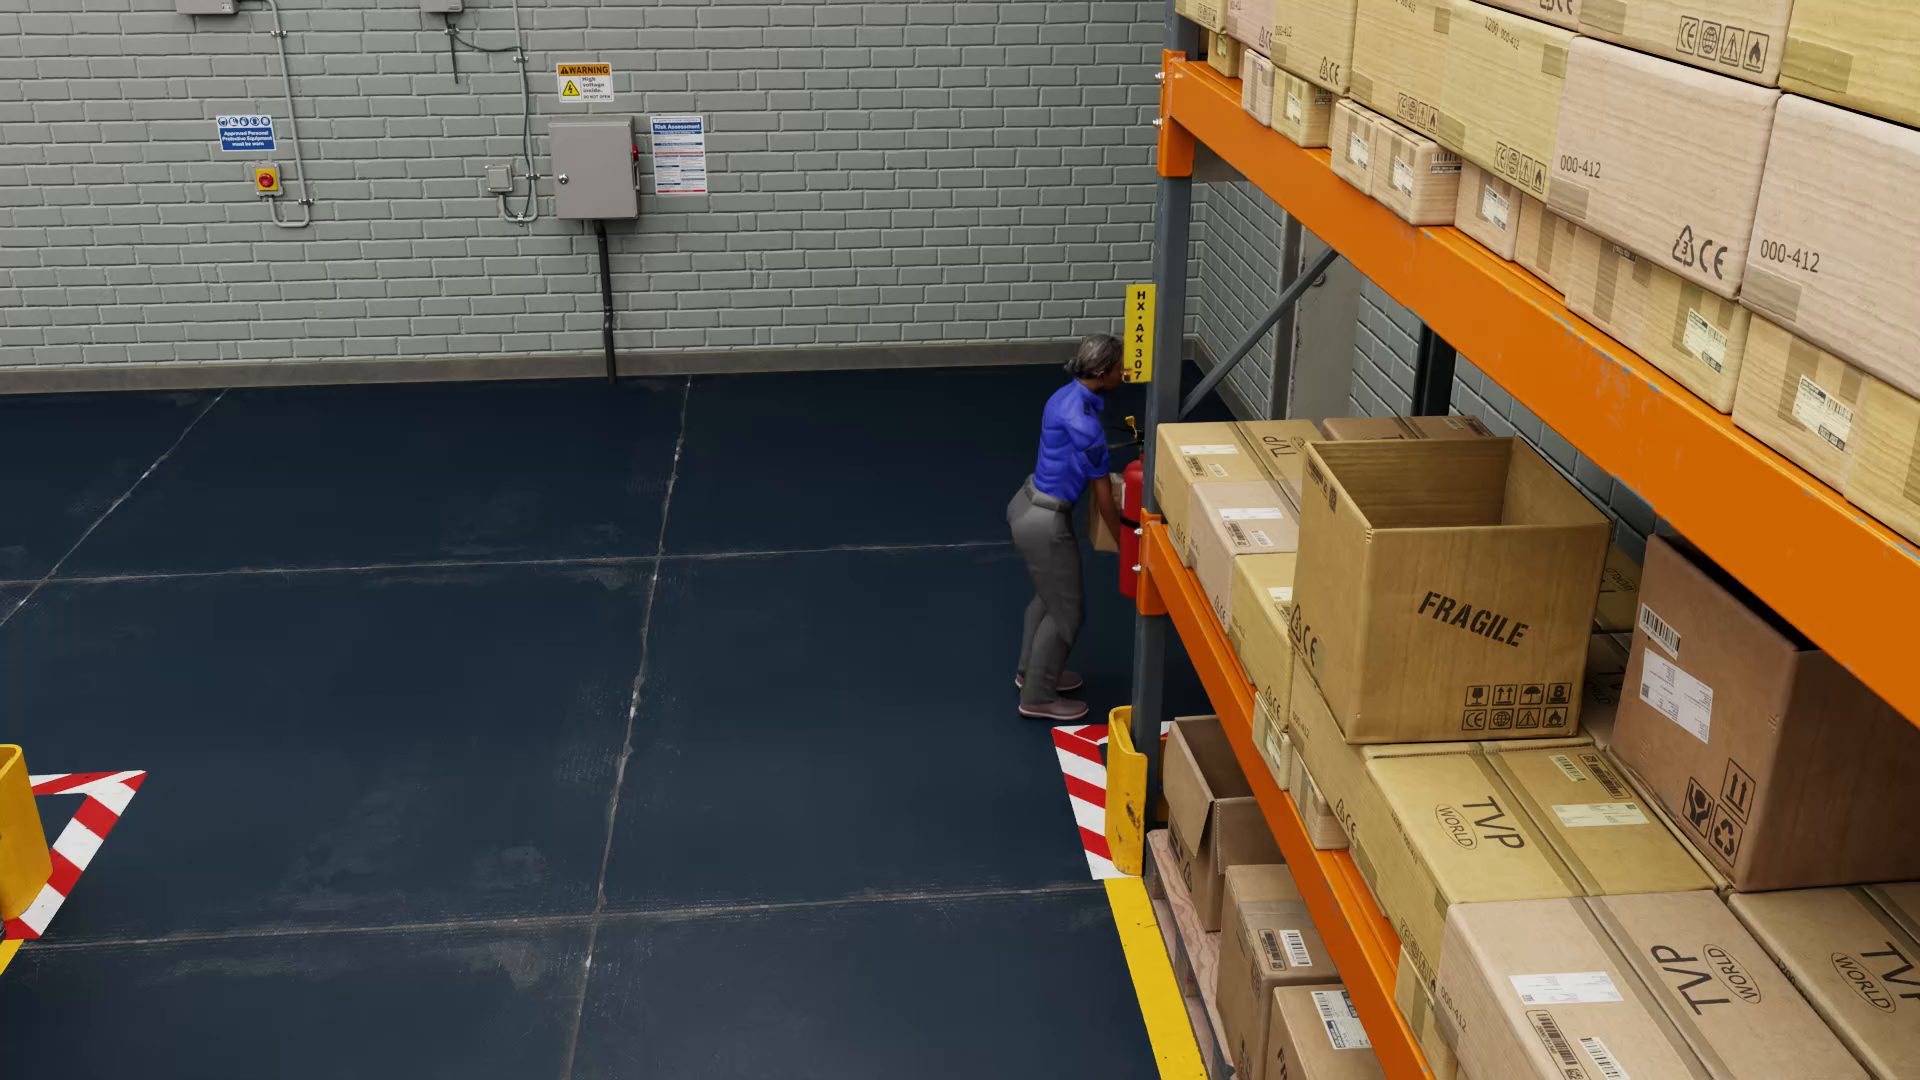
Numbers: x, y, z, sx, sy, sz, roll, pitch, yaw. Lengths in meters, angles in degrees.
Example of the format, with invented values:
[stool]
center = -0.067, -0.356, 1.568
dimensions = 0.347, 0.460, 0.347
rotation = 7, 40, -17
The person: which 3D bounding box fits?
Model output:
[person]
center = 0.470, -0.058, 6.796
dimensions = 0.551, 1.621, 0.411
rotation = -2, 24, -4
